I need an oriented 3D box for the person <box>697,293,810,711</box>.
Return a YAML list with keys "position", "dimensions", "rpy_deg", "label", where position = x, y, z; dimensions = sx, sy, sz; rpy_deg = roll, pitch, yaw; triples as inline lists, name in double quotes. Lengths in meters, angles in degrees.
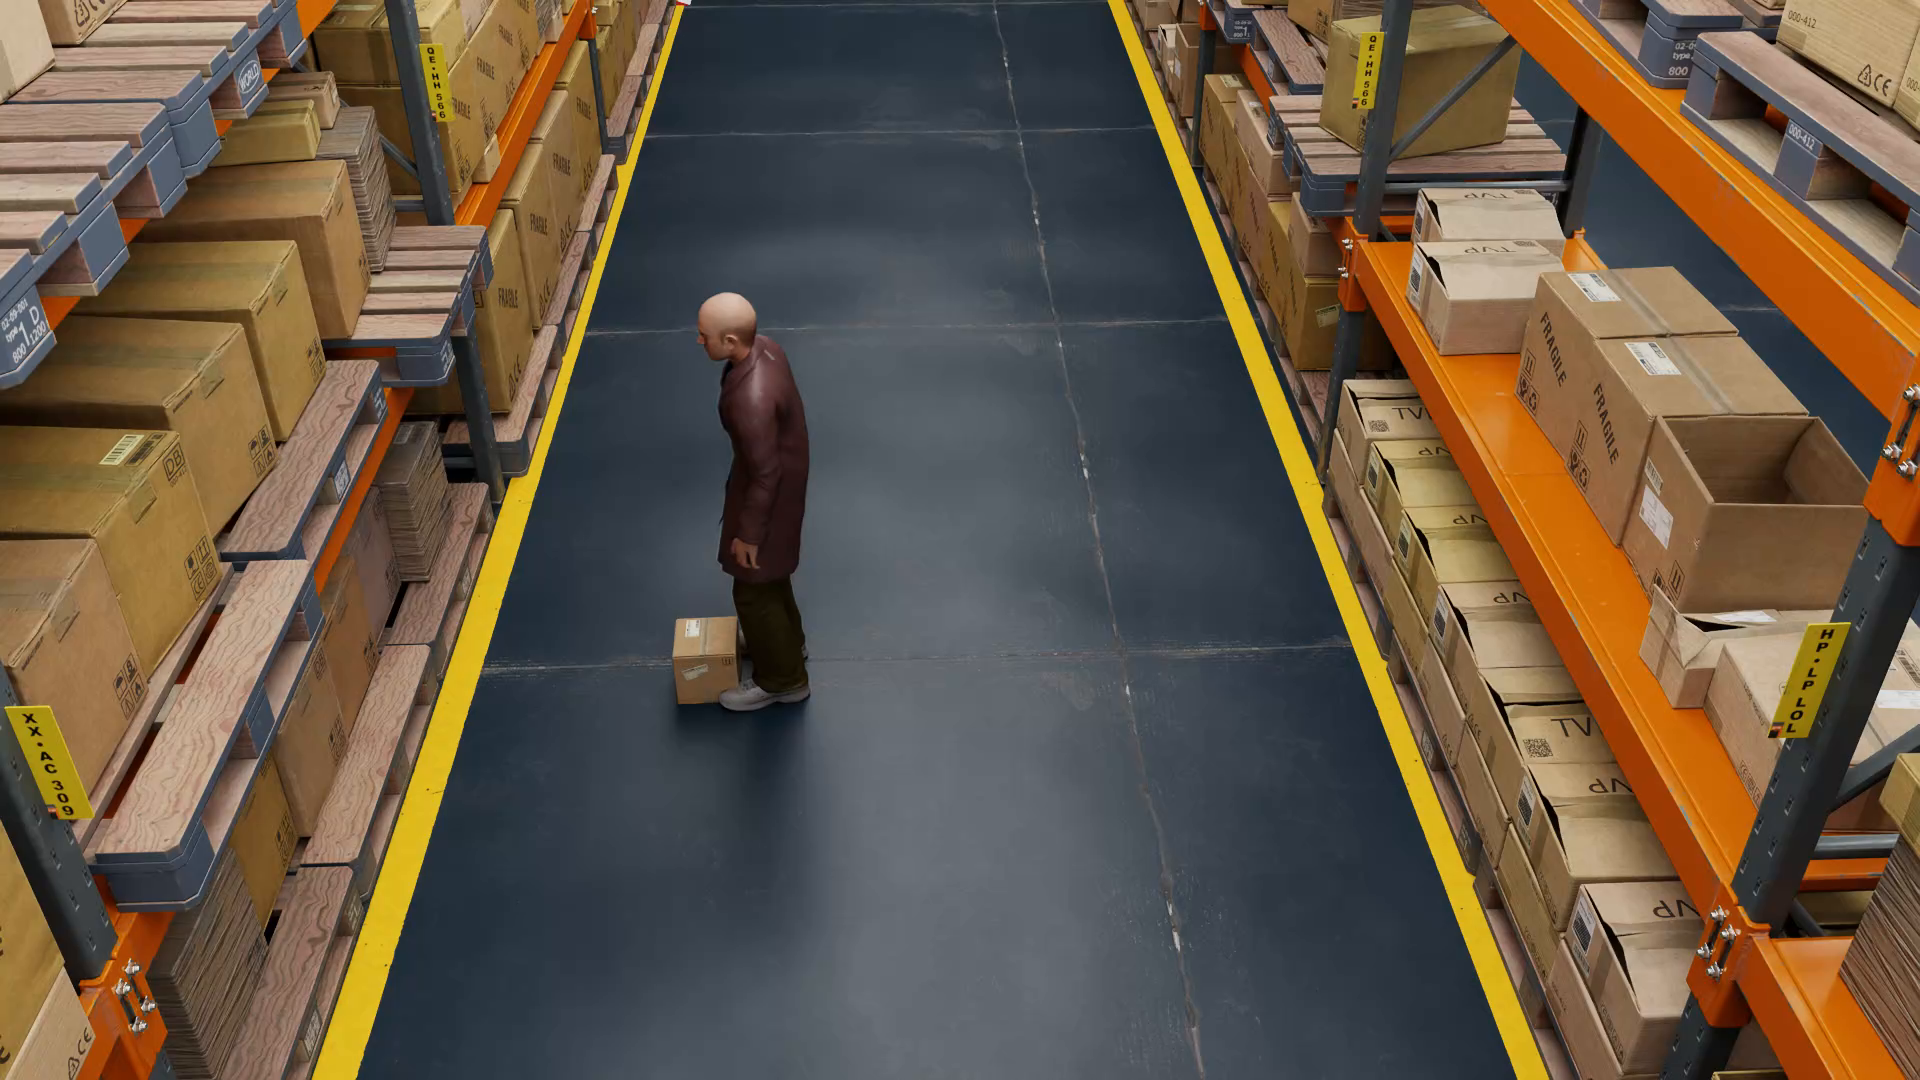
- position: [-0.778, -0.149, 6.374]
  dimensions: [0.424, 1.773, 0.640]
  rpy_deg: [-2, 35, -3]
  label: "person"
